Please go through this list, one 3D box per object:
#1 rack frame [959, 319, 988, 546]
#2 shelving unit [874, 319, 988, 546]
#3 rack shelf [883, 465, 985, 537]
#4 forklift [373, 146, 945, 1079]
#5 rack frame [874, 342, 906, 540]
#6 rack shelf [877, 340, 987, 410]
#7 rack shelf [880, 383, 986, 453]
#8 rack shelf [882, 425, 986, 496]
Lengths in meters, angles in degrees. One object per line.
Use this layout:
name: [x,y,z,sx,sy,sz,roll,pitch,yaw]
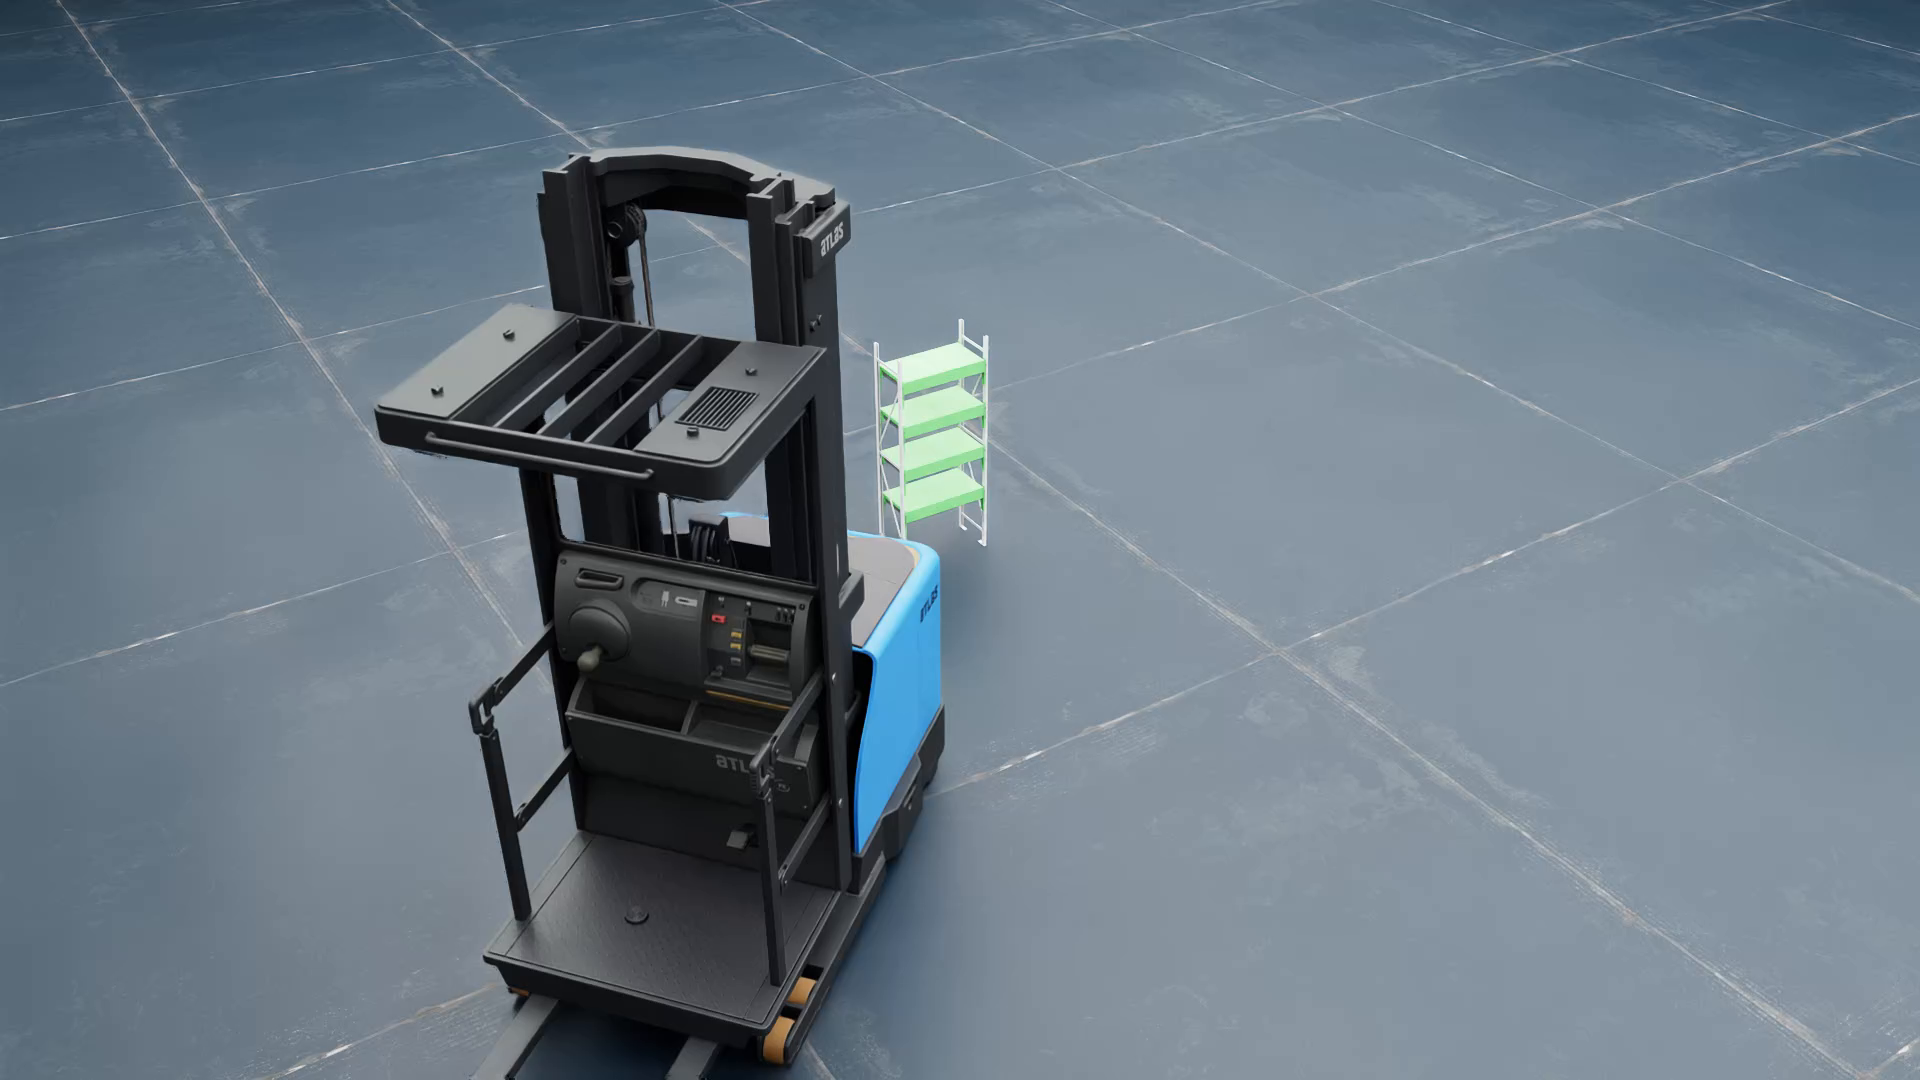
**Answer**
rack frame: [0.066,-0.530,8.466,0.015,1.200,0.240,-19,37,-27]
shelving unit: [-0.139,-0.460,8.354,0.503,1.200,0.258,-19,37,-27]
rack shelf: [-0.139,-0.203,8.516,0.480,0.148,0.258,-19,37,-27]
forklift: [-1.009,0.356,5.439,1.130,2.935,3.031,10,34,15]
rack frame: [-0.344,-0.389,8.242,0.015,1.200,0.240,-19,37,-27]
rack shelf: [-0.139,-0.812,8.132,0.480,0.148,0.258,-19,37,-27]
rack shelf: [-0.139,-0.609,8.260,0.480,0.148,0.258,-19,37,-27]
rack shelf: [-0.139,-0.406,8.388,0.480,0.148,0.258,-19,37,-27]
